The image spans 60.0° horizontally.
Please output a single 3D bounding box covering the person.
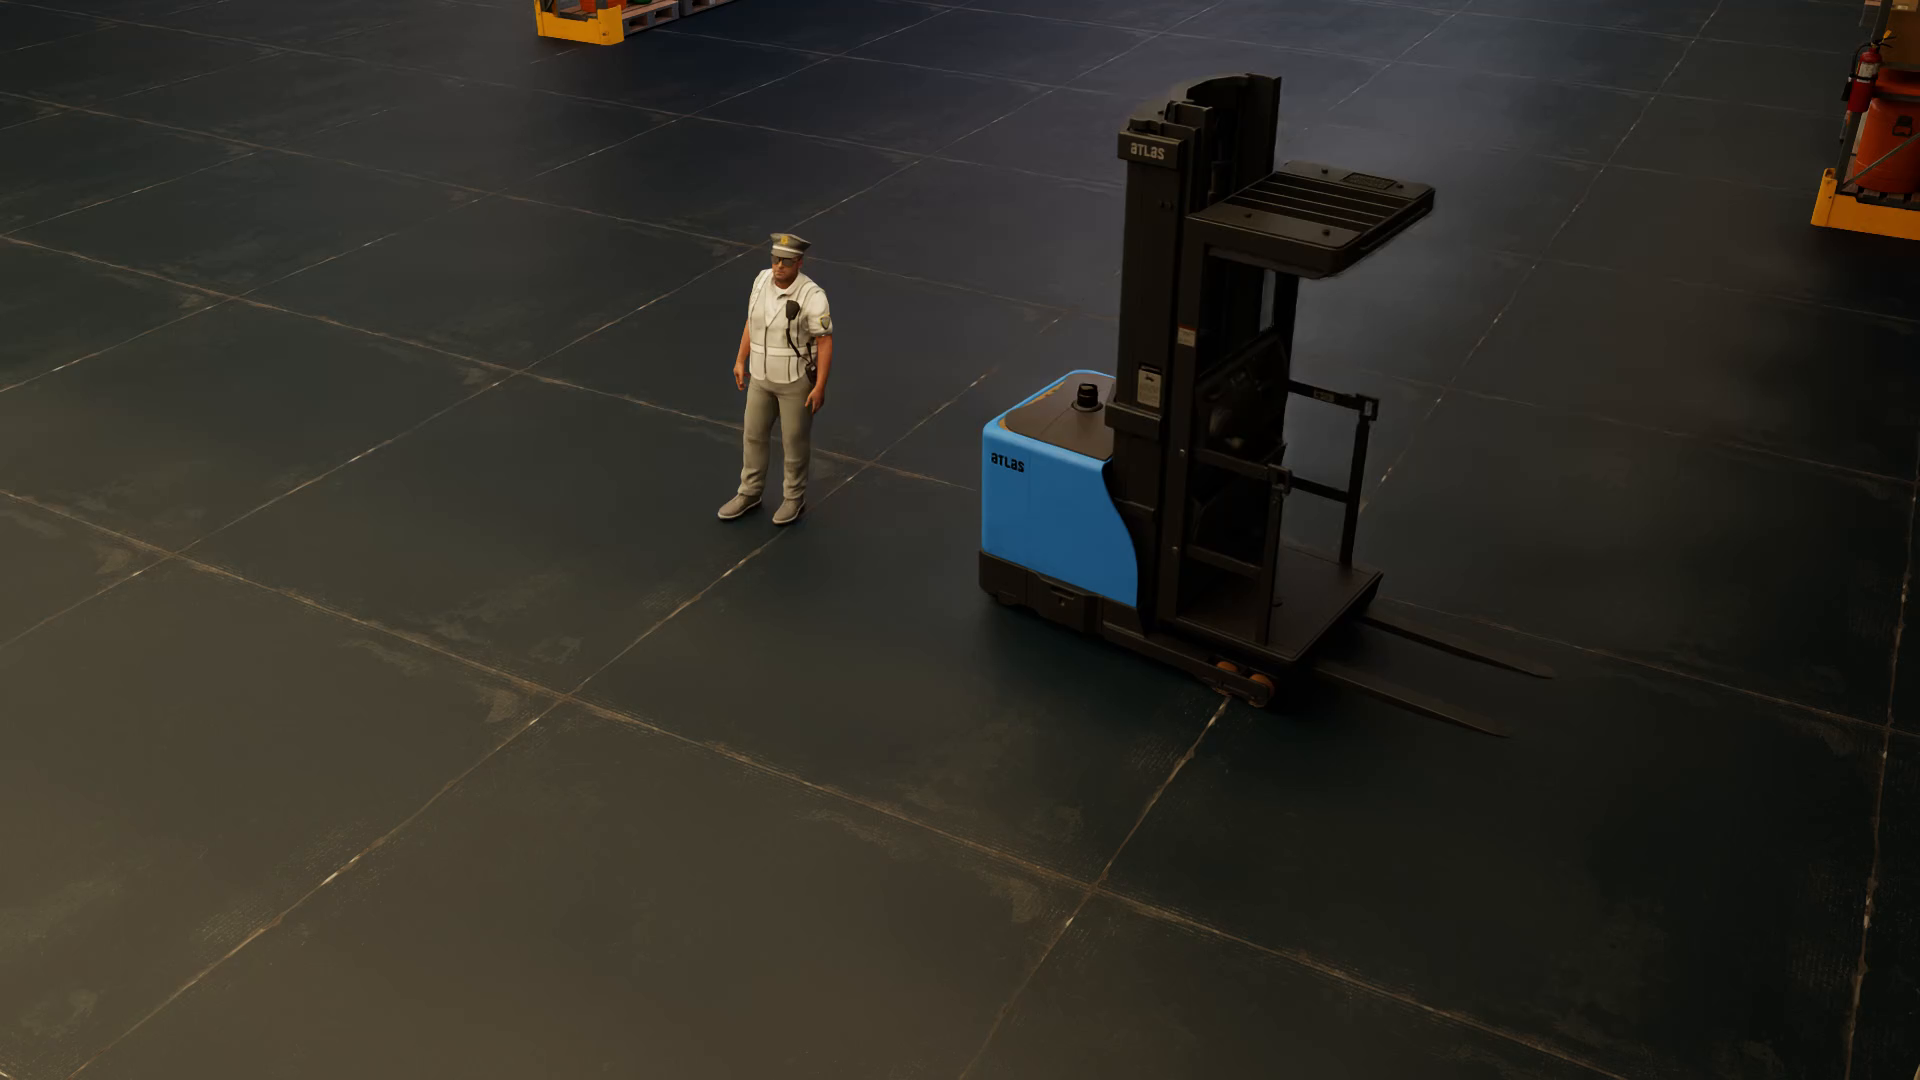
[{"bbox_3d":[-1.096,-0.951,9.853,0.644,1.781,0.574,15,33,25],"label":"person"}]

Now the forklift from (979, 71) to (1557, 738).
[{"bbox_3d":[1.595,-0.715,8.310,3.031,2.935,1.130,20,36,31],"label":"forklift"}]
